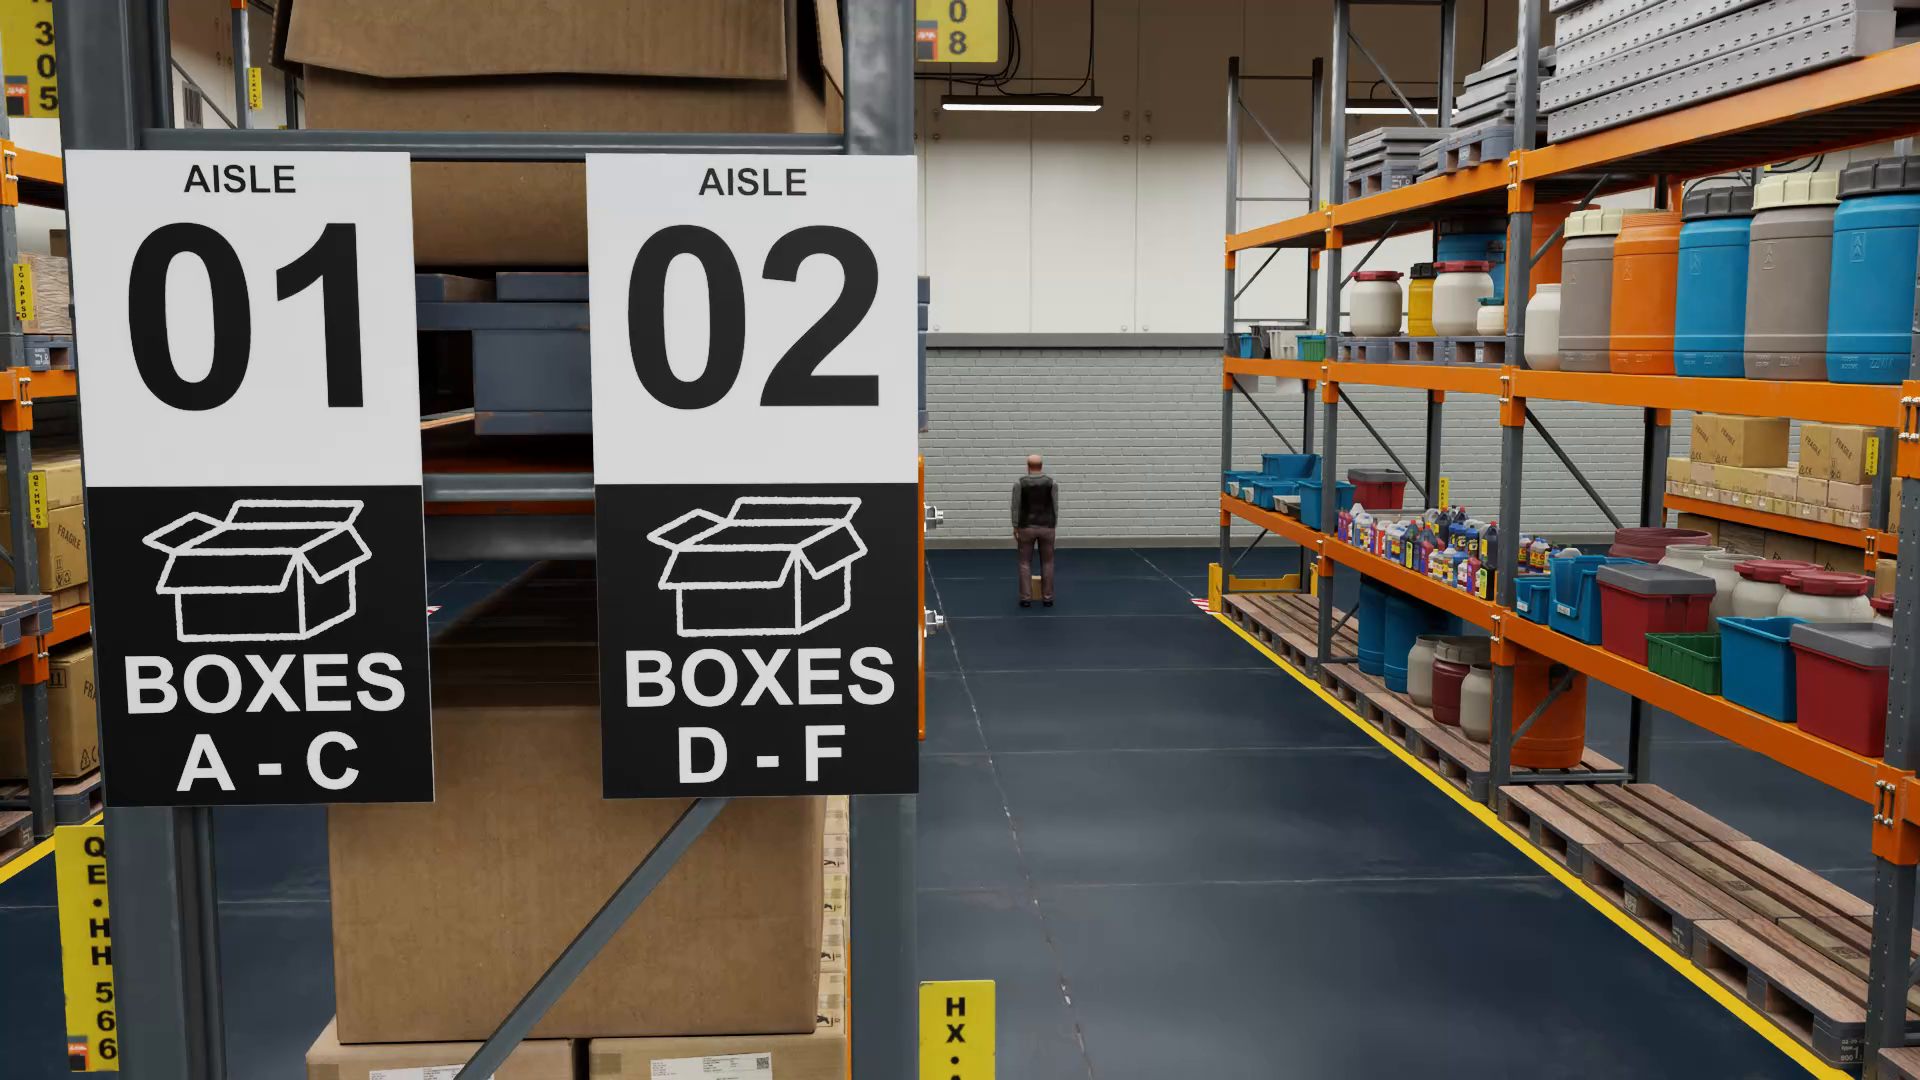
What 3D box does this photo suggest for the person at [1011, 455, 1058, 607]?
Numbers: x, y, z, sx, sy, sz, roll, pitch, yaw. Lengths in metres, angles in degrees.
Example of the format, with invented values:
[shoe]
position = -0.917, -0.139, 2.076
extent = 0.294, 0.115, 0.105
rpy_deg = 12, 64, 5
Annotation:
[person]
position = 0.840, -0.099, 18.778
extent = 0.538, 1.713, 0.361
rpy_deg = 0, 7, -3
